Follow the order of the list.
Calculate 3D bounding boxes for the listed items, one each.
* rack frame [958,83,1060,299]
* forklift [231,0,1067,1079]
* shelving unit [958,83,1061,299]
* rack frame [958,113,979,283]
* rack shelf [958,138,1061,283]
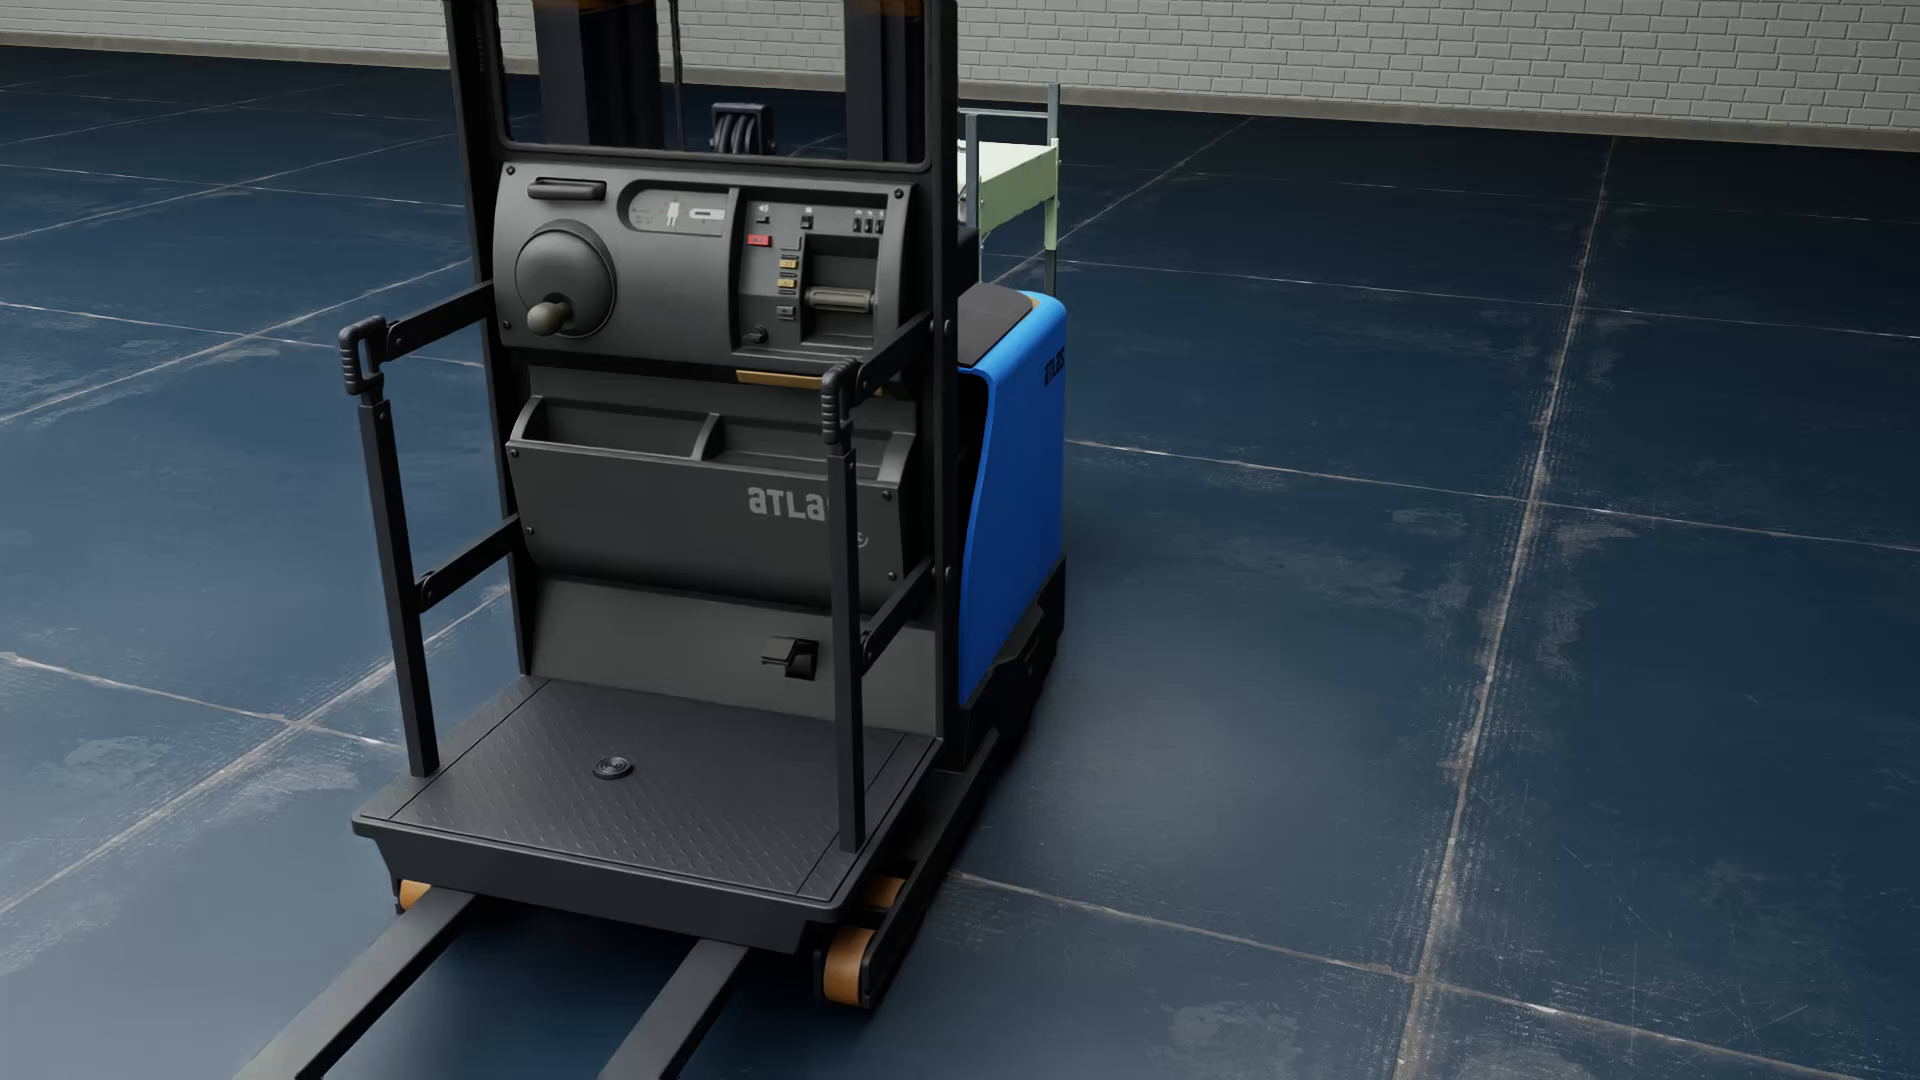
[{"bbox_3d":[0.138,-0.825,5.780,0.400,1.500,0.023,9,24,20],"label":"rack frame"},{"bbox_3d":[-0.611,-0.559,3.286,1.130,2.935,3.031,7,24,16],"label":"forklift"},{"bbox_3d":[0.002,-0.694,5.467,0.431,1.500,0.755,9,24,20],"label":"shelving unit"},{"bbox_3d":[-0.133,-0.563,5.153,0.400,1.500,0.023,9,24,20],"label":"rack frame"},{"bbox_3d":[0.002,-1.055,5.316,0.431,0.370,0.720,9,24,20],"label":"rack shelf"}]
